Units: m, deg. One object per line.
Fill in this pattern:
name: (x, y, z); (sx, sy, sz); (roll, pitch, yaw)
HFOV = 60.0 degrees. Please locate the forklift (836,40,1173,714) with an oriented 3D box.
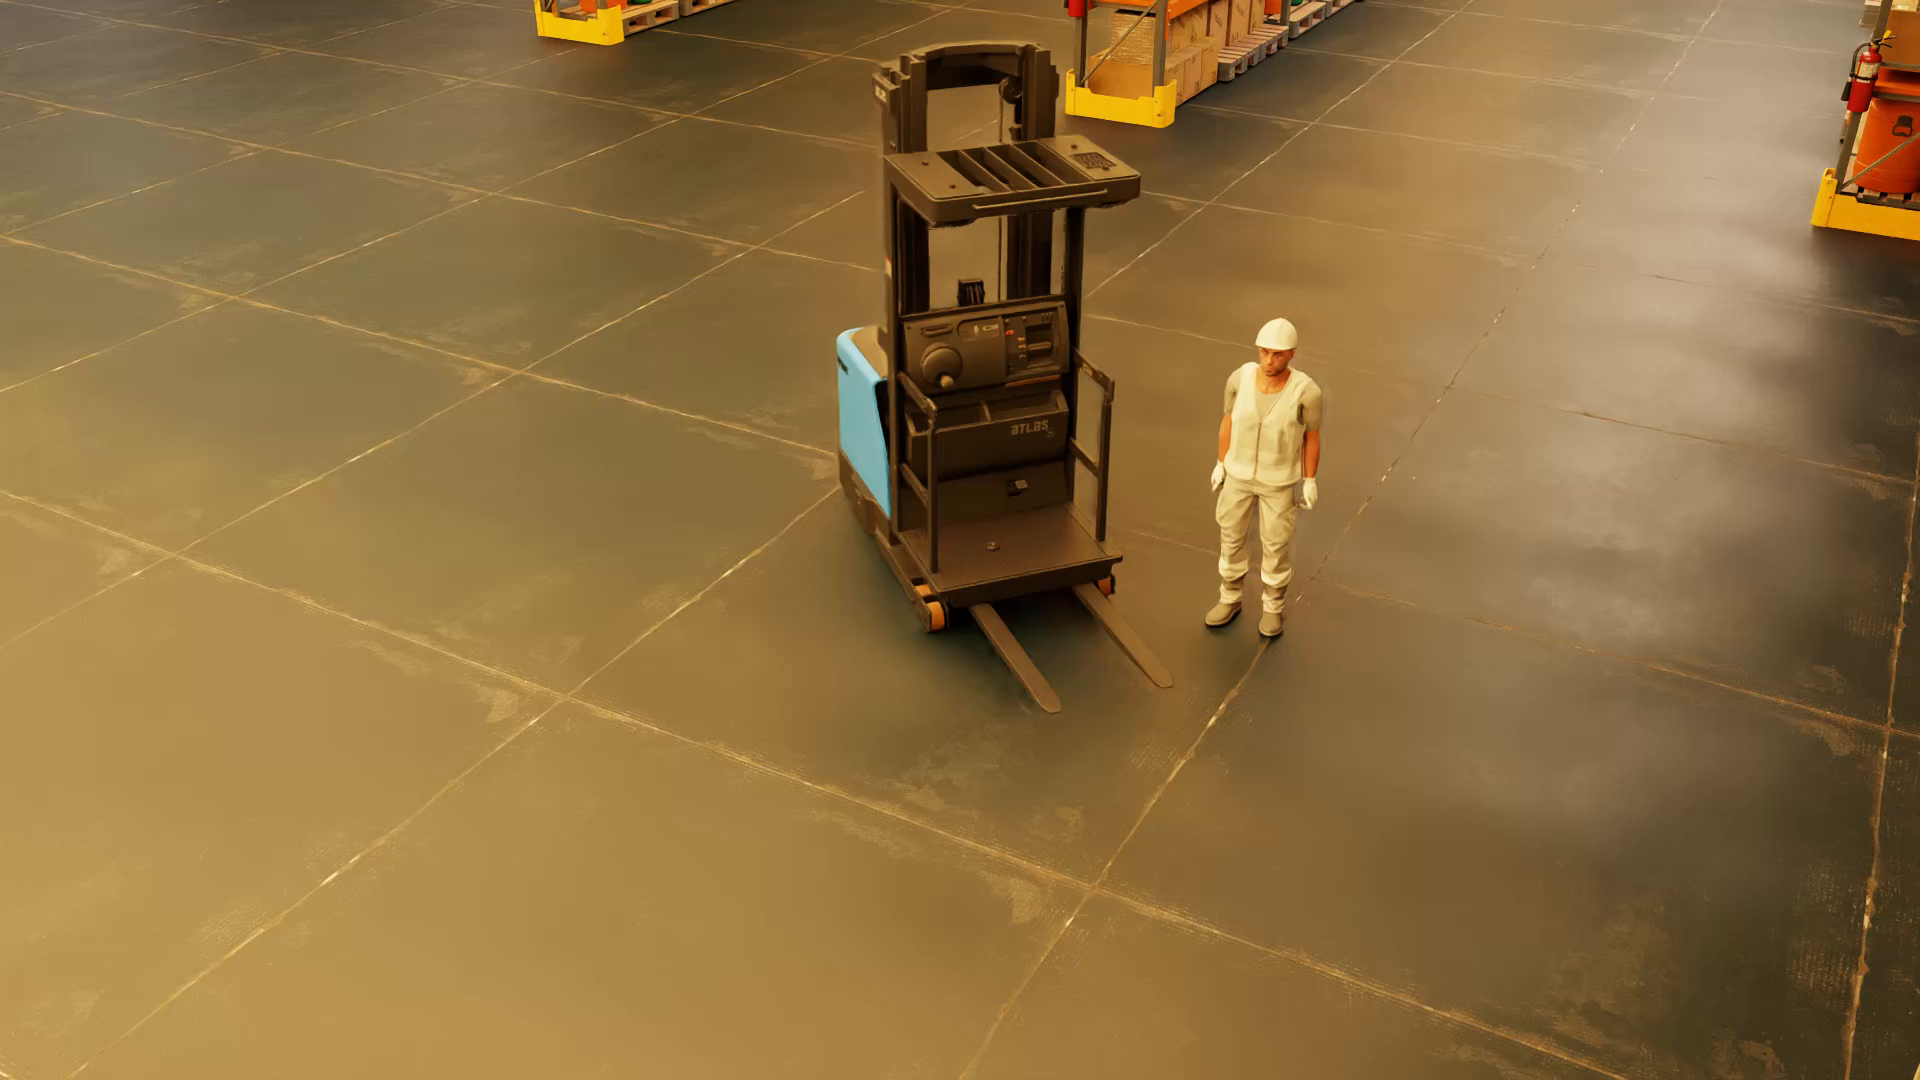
forklift: (0.226, -1.000, 8.804); (1.130, 2.935, 3.031); (-11, 32, -18)

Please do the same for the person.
person: (1.608, -0.326, 8.782); (0.580, 1.794, 0.330); (12, 32, 20)
